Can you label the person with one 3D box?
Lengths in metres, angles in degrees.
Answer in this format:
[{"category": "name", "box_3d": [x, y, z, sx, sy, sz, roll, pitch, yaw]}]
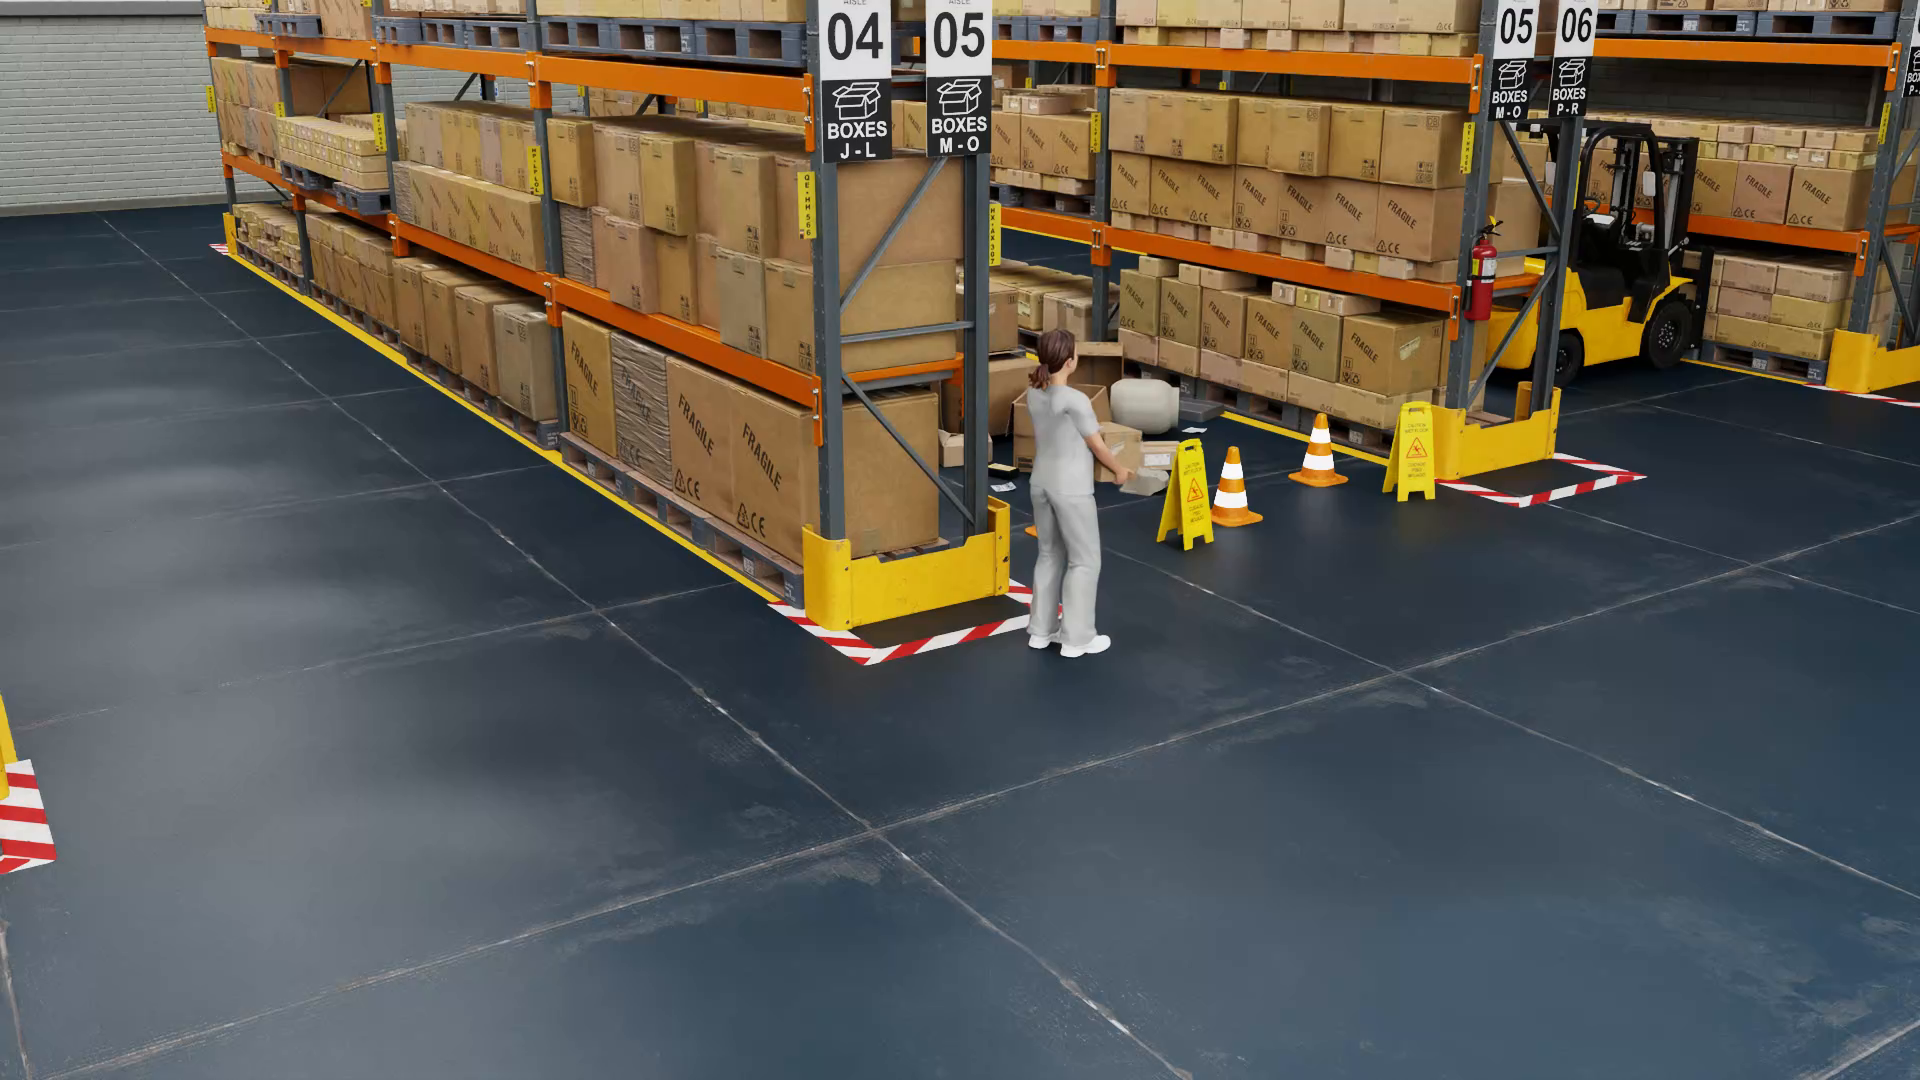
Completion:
[{"category": "person", "box_3d": [0.571, -0.242, 8.316, 0.548, 1.667, 0.434, -13, 22, -35]}]
